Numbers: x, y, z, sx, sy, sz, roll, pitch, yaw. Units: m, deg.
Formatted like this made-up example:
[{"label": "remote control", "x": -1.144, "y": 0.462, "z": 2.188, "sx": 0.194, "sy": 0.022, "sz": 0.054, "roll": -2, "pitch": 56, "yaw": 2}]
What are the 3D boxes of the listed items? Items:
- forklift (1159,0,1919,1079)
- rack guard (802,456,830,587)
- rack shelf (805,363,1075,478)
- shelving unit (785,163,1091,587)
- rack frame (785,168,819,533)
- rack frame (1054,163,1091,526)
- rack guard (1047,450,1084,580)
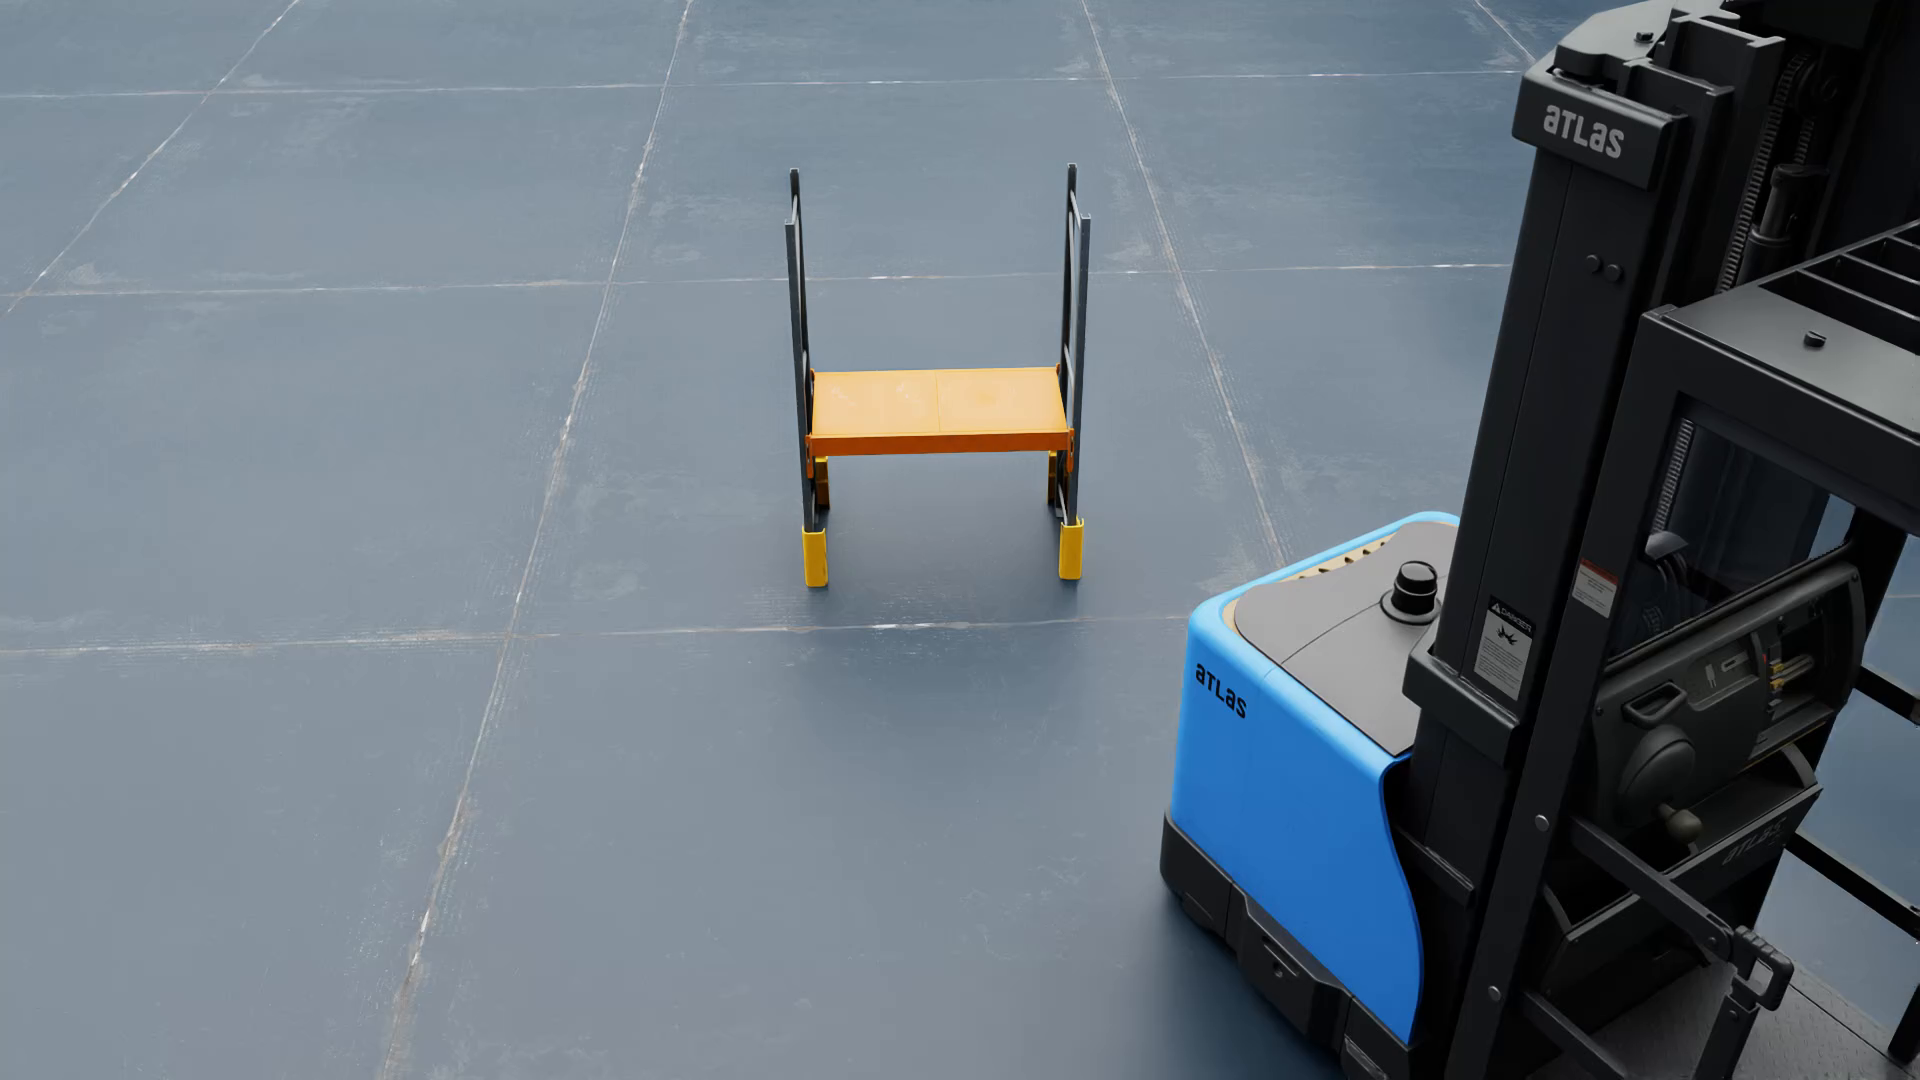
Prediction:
[{"label": "forklift", "x": 1.834, "y": 0.422, "z": 3.565, "sx": 1.130, "sy": 2.935, "sz": 3.031, "roll": -20, "pitch": 39, "yaw": -26}, {"label": "rack guard", "x": -0.574, "y": -0.087, "z": 6.657, "sx": 0.087, "sy": 0.250, "sz": 0.587, "roll": -2, "pitch": 35, "yaw": -2}, {"label": "rack shelf", "x": -0.085, "y": -0.467, "z": 6.422, "sx": 1.000, "sy": 0.185, "sz": 0.538, "roll": -2, "pitch": 35, "yaw": -2}, {"label": "shelving unit", "x": -0.076, "y": -0.615, "z": 6.320, "sx": 1.083, "sy": 1.500, "sz": 0.587, "roll": -2, "pitch": 35, "yaw": -2}, {"label": "rack frame", "x": -0.593, "y": -0.601, "z": 6.300, "sx": 0.032, "sy": 1.500, "sz": 0.500, "roll": -2, "pitch": 35, "yaw": -2}, {"label": "rack frame", "x": 0.423, "y": -0.628, "z": 6.340, "sx": 0.032, "sy": 1.500, "sz": 0.500, "roll": -2, "pitch": 35, "yaw": -2}, {"label": "rack guard", "x": 0.421, "y": -0.114, "z": 6.695, "sx": 0.087, "sy": 0.250, "sz": 0.587, "roll": -2, "pitch": 35, "yaw": -2}]
